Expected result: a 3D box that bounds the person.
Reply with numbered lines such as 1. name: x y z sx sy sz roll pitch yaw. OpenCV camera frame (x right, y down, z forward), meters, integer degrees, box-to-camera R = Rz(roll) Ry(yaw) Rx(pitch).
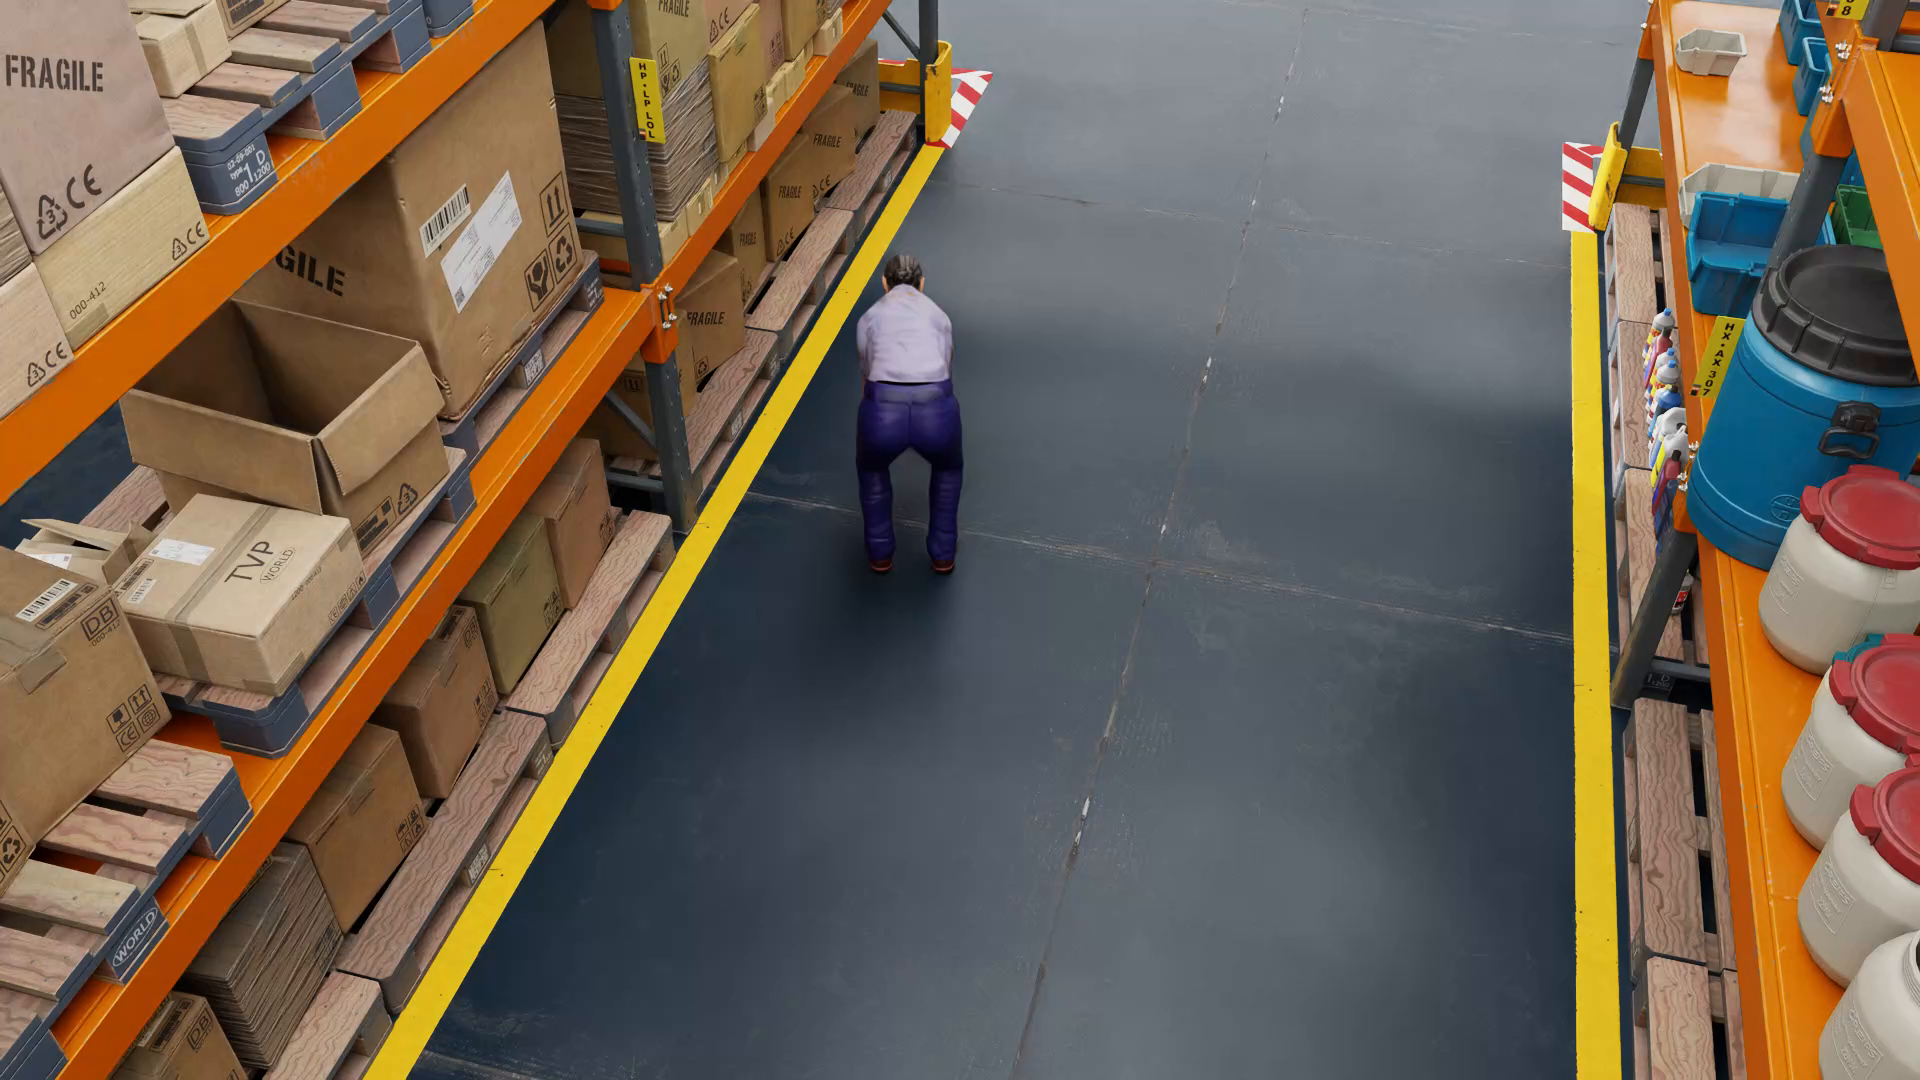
1. person: -0.220 -0.517 7.105 0.464 1.199 0.874 -2 41 -2
